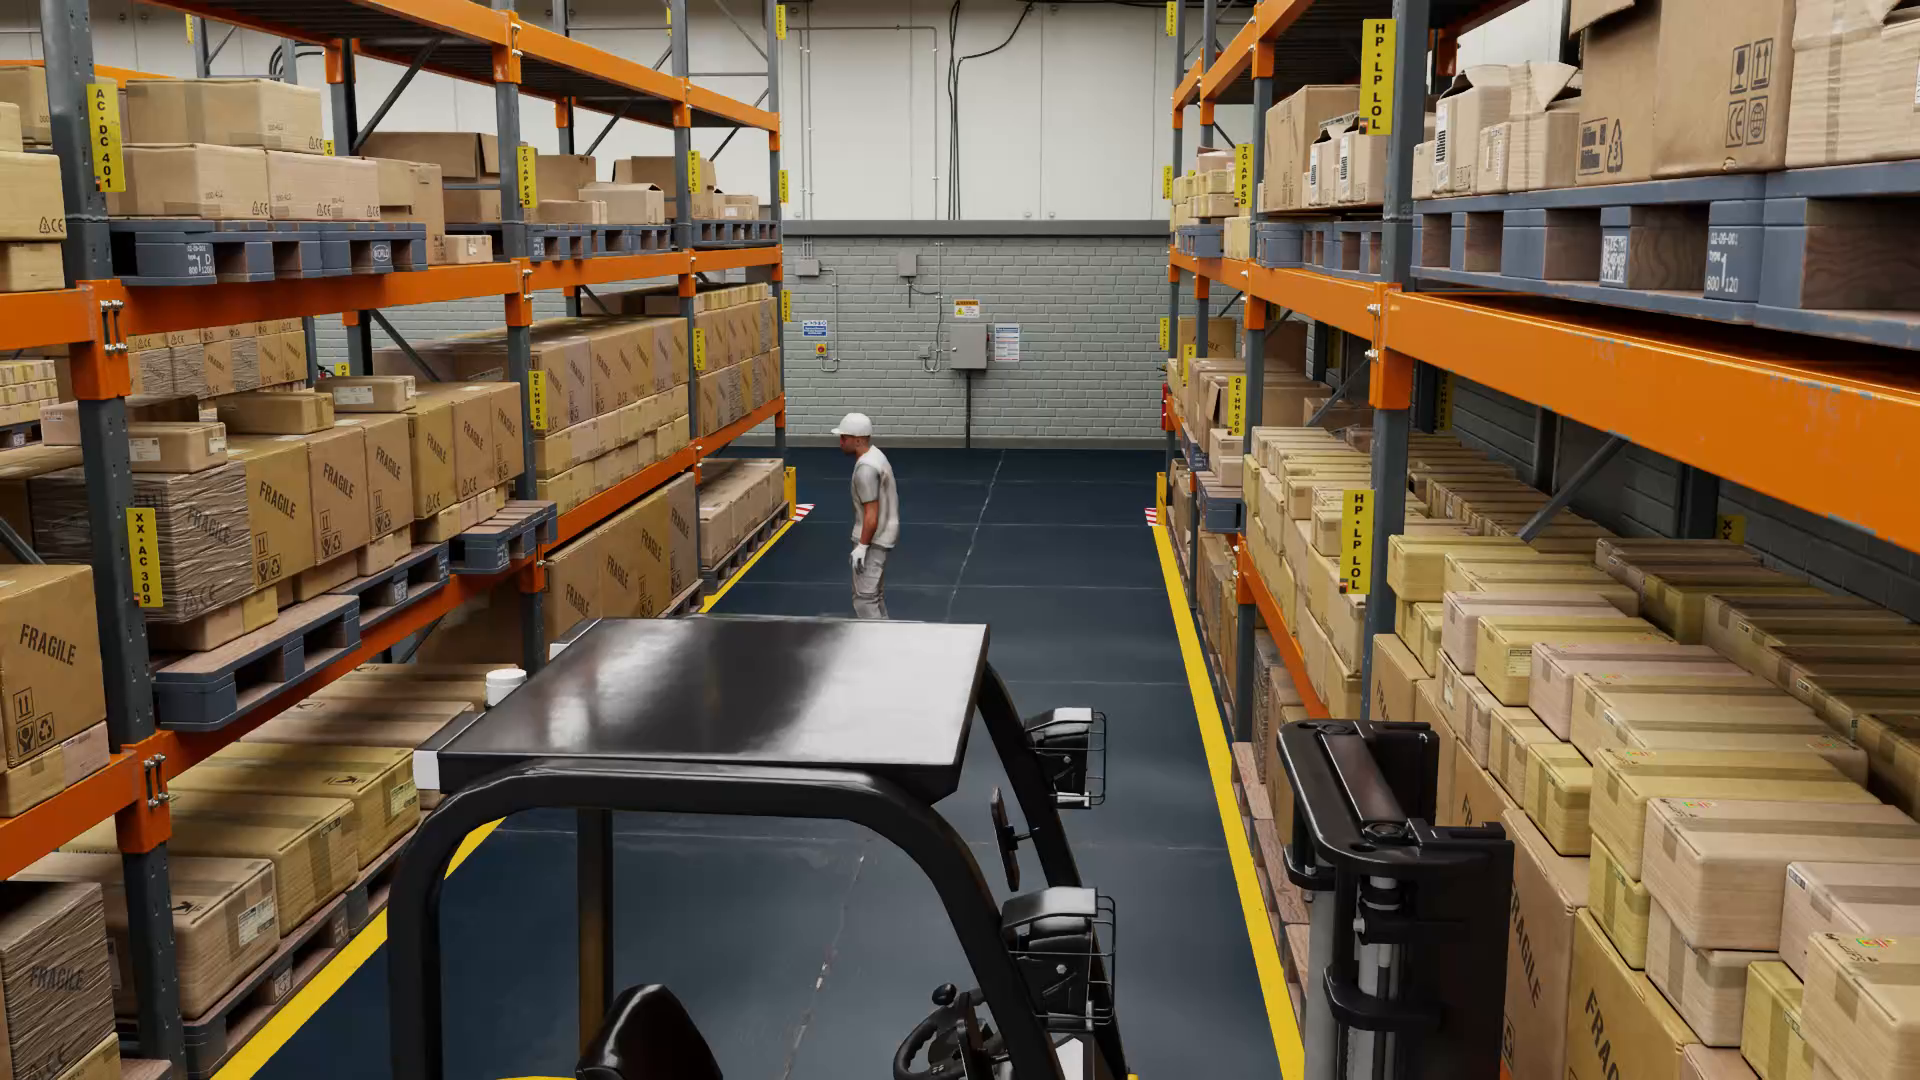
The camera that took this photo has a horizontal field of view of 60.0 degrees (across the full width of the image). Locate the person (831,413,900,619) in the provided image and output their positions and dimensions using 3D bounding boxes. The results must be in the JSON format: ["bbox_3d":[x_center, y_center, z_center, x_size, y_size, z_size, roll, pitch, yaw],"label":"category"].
[{"bbox_3d":[-0.633,0.026,11.241,0.454,1.779,0.620,0,11,3],"label":"person"}]
